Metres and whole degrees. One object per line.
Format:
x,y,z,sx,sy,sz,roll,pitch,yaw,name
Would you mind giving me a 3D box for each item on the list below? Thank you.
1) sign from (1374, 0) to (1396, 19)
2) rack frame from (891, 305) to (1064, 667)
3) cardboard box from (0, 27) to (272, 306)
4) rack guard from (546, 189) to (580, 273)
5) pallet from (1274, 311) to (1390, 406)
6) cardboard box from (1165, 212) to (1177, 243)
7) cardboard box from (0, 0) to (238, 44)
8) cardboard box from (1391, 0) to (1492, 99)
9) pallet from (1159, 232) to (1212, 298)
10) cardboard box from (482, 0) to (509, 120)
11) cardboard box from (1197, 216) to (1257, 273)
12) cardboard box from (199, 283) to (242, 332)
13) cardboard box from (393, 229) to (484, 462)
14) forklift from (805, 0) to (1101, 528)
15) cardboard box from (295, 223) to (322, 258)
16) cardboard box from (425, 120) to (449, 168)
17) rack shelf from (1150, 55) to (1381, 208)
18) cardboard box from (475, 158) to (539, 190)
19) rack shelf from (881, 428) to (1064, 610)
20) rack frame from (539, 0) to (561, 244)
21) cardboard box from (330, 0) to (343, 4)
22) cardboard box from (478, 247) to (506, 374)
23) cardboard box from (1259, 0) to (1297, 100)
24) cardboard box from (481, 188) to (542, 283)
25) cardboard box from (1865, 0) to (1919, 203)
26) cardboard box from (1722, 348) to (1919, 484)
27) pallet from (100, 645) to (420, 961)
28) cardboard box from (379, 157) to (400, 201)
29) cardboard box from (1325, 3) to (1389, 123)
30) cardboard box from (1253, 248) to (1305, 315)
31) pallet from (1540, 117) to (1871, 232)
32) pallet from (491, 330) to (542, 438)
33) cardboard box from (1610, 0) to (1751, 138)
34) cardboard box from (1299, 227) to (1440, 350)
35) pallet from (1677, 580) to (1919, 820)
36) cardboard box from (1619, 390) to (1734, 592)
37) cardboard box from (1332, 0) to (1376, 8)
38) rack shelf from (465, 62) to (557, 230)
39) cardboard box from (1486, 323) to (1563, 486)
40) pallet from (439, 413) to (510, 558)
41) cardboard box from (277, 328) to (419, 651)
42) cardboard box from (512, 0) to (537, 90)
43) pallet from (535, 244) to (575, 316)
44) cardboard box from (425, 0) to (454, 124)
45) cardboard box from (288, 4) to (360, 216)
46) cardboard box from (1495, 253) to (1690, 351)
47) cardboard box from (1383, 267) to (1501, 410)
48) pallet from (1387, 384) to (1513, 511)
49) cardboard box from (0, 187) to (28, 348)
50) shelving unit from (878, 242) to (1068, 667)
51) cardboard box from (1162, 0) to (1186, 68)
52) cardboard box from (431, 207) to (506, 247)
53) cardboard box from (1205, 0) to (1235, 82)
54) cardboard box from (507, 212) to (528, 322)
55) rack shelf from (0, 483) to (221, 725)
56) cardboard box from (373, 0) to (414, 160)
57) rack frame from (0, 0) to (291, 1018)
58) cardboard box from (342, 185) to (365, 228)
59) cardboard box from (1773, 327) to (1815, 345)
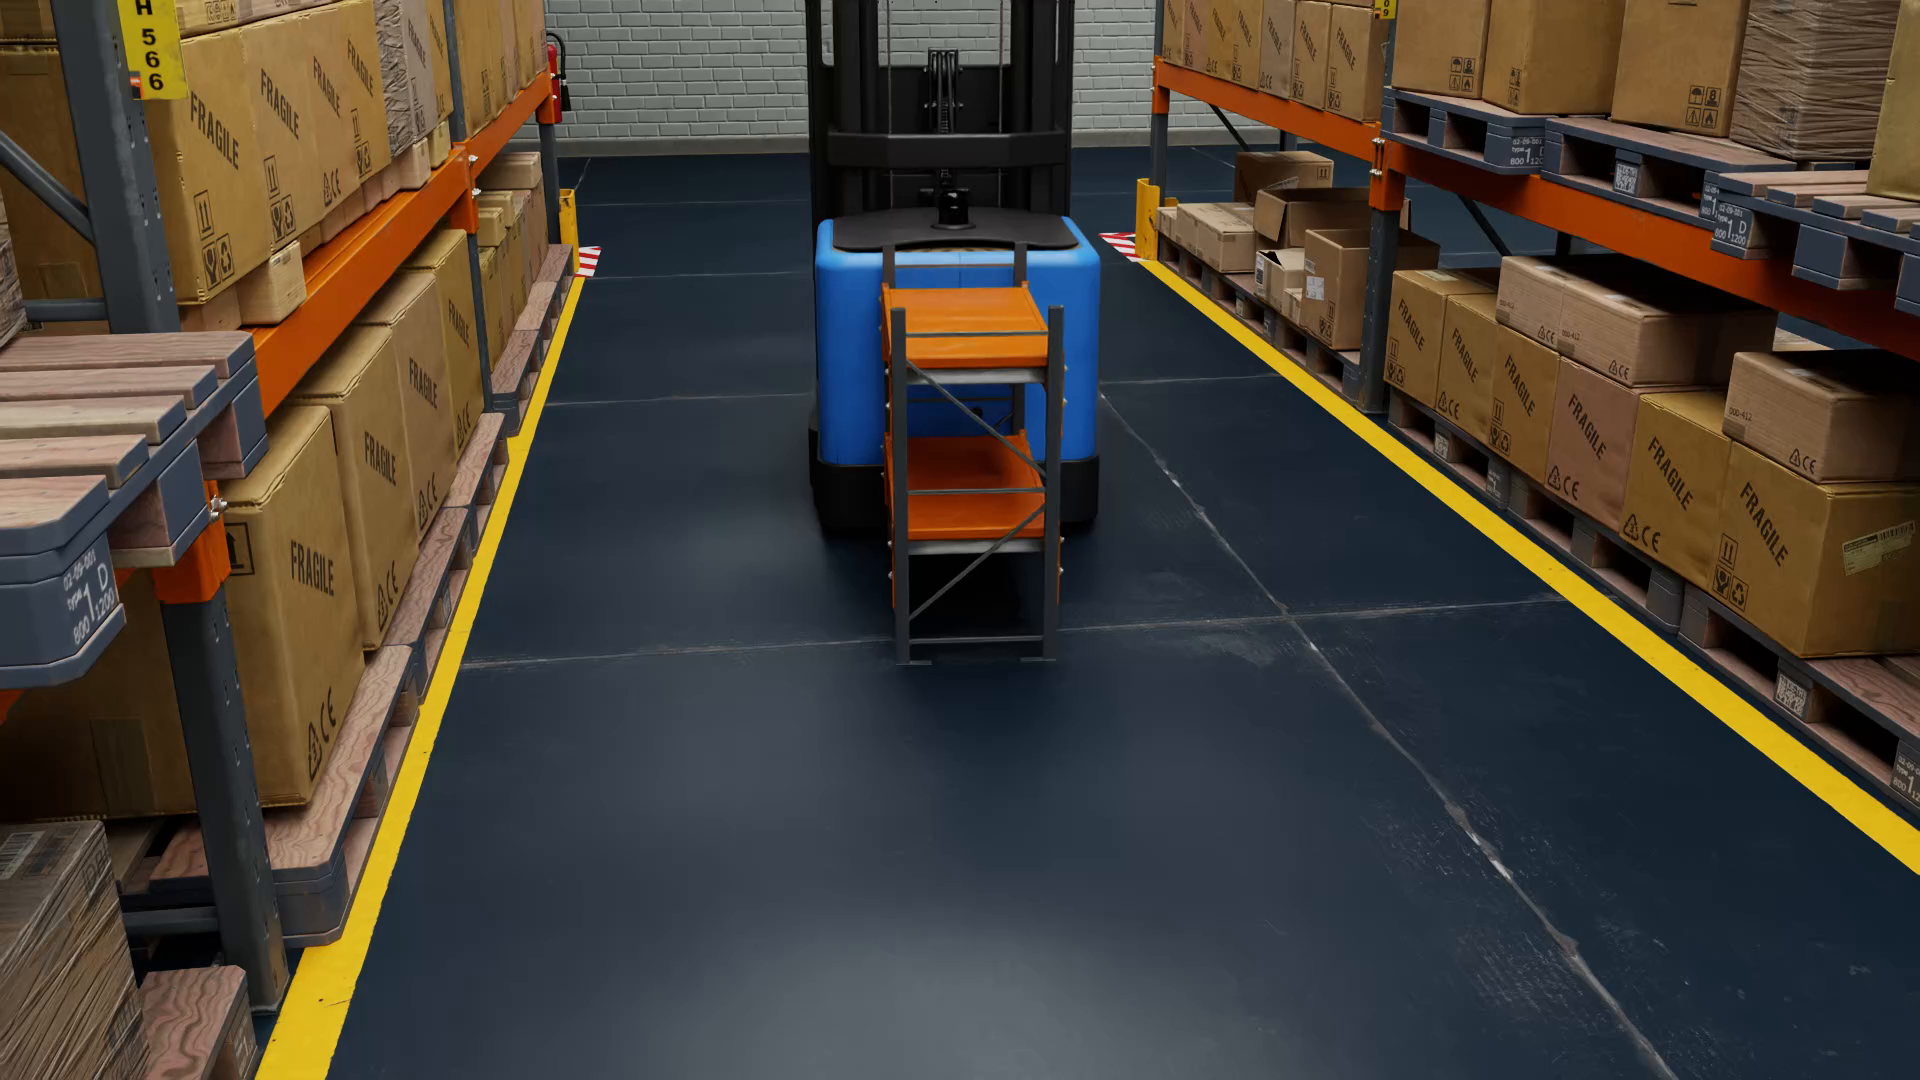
1.839,-2.407,7.136,0.100,0.325,0.005,-3,21,-8,sign
0.050,-0.144,4.994,0.500,1.125,0.032,-1,21,-4,rack frame
-1.766,-0.772,3.399,0.500,0.500,0.500,-2,21,-6,cardboard box
-3.106,-2.002,10.863,1.175,0.500,0.348,-3,21,-8,rack guard
2.277,-0.963,8.492,1.003,0.211,1.213,-3,21,-8,pallet
1.555,-2.046,10.828,0.380,0.166,0.250,-3,21,-8,cardboard box
-1.764,-1.122,3.265,0.500,0.250,0.500,-2,21,-6,cardboard box
2.222,-2.100,6.807,0.700,0.500,0.500,-10,23,-26,cardboard box
1.925,-1.807,10.754,1.003,0.211,1.213,-3,21,-8,pallet
-2.688,-2.362,7.825,0.980,0.700,0.700,-3,21,-9,cardboard box
1.740,-1.785,10.010,0.500,0.250,0.500,-3,21,-8,cardboard box
-1.795,-0.500,3.599,0.380,0.149,0.250,-3,21,-7,cardboard box
-2.304,-0.751,6.413,0.750,0.750,0.750,-3,21,-7,cardboard box
-0.099,-1.889,7.086,1.130,2.935,3.031,-1,21,-4,forklift
-1.981,-0.857,4.553,0.380,0.149,0.250,-3,21,-7,cardboard box
-2.137,-1.483,6.230,0.380,0.149,0.250,-3,21,-7,cardboard box
2.087,-2.387,9.348,1.077,0.370,4.000,-3,21,-8,rack shelf
-2.666,-2.134,9.687,0.380,0.149,0.250,-2,21,-6,cardboard box
0.016,-0.092,5.555,0.538,0.278,1.000,-1,21,-4,rack shelf
-3.103,-3.165,10.403,1.000,3.000,0.127,-3,21,-8,rack frame
-1.994,-1.648,4.672,0.500,0.250,0.500,-3,21,-9,cardboard box
-2.533,-1.070,7.766,0.700,0.500,0.500,-3,21,-7,cardboard box
1.897,-2.594,8.733,0.500,0.500,0.500,-2,21,-7,cardboard box
-2.831,-1.780,9.668,0.700,0.500,0.500,-3,21,-8,cardboard box
2.750,-1.102,4.137,0.700,0.500,0.500,-10,23,-26,cardboard box
2.572,-0.364,4.776,0.500,0.250,0.500,-2,21,-6,cardboard box
-1.989,0.634,4.216,1.003,0.211,1.213,-3,21,-8,pallet
-2.079,-1.214,5.511,0.380,0.149,0.250,-3,21,-8,cardboard box
2.049,-2.238,7.779,0.500,0.500,0.500,-3,21,-7,cardboard box
1.904,-1.420,8.946,0.500,0.311,0.500,-3,21,-8,cardboard box
2.667,-1.230,5.495,1.003,0.211,1.213,-3,21,-8,pallet
-2.558,-0.741,7.899,1.003,0.211,1.213,-3,21,-8,pallet
2.691,-1.666,5.647,0.700,0.500,0.500,-8,22,-21,cardboard box
2.012,-1.249,8.218,0.500,0.500,0.500,-3,21,-8,cardboard box
2.882,0.400,4.845,1.003,0.211,1.213,-3,21,-8,pallet
2.510,-0.173,5.335,0.500,0.500,0.500,-4,21,-10,cardboard box
2.046,-2.709,7.609,0.500,0.500,0.500,-3,21,-7,cardboard box
-2.814,-2.136,8.675,1.077,0.370,4.000,-3,21,-8,rack shelf
2.356,-0.529,6.289,0.500,0.500,0.500,-3,21,-7,cardboard box
-2.340,-0.210,6.478,1.003,0.211,1.213,-3,21,-8,pallet
-2.046,-0.150,4.802,0.750,0.750,0.750,-3,21,-8,cardboard box
-2.903,-2.878,9.206,0.980,0.700,0.700,-3,21,-8,cardboard box
-2.910,-1.586,10.161,1.003,0.211,1.213,-3,21,-8,pallet
-2.210,-1.829,6.228,0.500,0.500,0.500,-3,21,-9,cardboard box
-1.903,-1.126,4.346,0.500,0.500,0.500,-3,21,-8,cardboard box
2.348,-0.892,6.188,0.500,0.250,0.500,-3,21,-8,cardboard box
2.204,-0.887,7.247,0.500,0.500,0.500,-4,21,-10,cardboard box
2.530,-0.445,7.107,1.003,0.211,1.213,-3,21,-8,pallet
-1.872,-0.486,2.458,0.700,0.500,0.500,-5,21,-14,cardboard box
0.016,-0.321,5.469,0.538,1.125,1.048,-1,21,-4,shelving unit
1.602,-3.296,10.611,0.500,0.500,0.500,-2,21,-7,cardboard box
-2.401,-1.502,7.995,0.380,0.149,0.250,-2,21,-6,cardboard box
1.751,-2.944,9.668,0.500,0.500,0.500,-3,21,-8,cardboard box
-2.673,-1.422,8.708,0.700,0.500,0.500,-2,21,-6,cardboard box
-1.661,0.634,1.259,1.077,0.370,4.000,-3,21,-8,rack shelf
-2.063,-1.478,5.290,0.500,0.500,0.500,-3,21,-8,cardboard box
-1.950,-0.395,2.987,1.000,3.000,0.127,-3,21,-8,rack frame
-2.031,-1.034,5.029,0.380,0.149,0.250,-2,21,-6,cardboard box
2.865,-0.565,6.385,0.500,0.500,0.500,-3,21,-7,cardboard box
